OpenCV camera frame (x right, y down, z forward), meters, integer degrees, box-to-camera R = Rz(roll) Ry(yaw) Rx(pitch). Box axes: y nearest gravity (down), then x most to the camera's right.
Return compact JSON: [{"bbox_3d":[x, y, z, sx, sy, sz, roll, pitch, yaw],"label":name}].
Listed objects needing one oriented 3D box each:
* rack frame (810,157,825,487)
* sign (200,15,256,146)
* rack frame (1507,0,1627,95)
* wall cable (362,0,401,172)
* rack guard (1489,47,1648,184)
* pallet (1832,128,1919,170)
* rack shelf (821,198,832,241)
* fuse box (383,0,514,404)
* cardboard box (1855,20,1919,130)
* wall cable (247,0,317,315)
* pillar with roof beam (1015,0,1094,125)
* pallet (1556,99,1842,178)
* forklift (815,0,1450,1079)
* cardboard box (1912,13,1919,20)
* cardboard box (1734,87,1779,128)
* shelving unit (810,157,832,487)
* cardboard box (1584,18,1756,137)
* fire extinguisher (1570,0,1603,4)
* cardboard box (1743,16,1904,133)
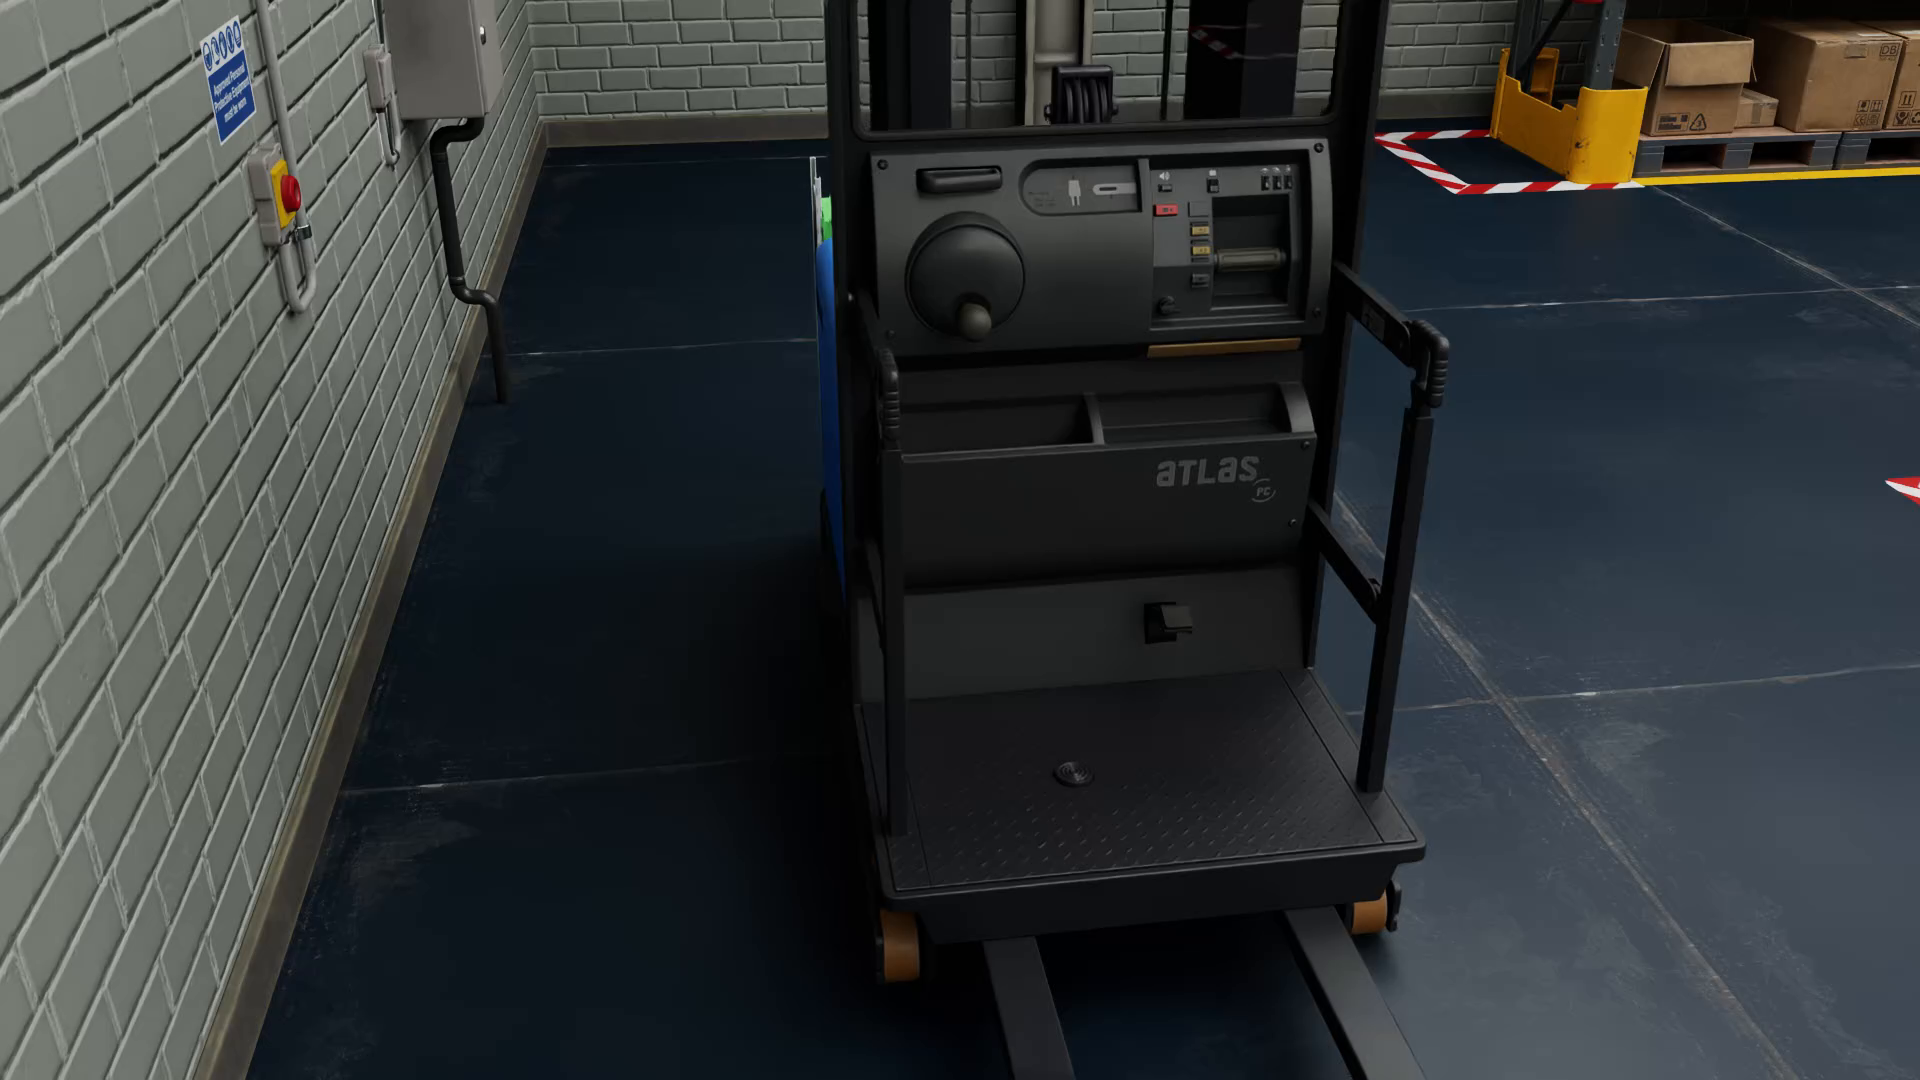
[{"bbox_3d":[-0.406,-0.508,4.925,0.015,1.200,0.240,-4,27,-7],"label":"rack frame"},{"bbox_3d":[-1.595,-1.007,3.631,0.001,0.218,0.327,-4,27,-7],"label":"sign"},{"bbox_3d":[3.344,-3.526,8.835,0.127,3.000,1.000,-4,27,-7],"label":"rack frame"},{"bbox_3d":[-1.750,-2.005,4.759,0.122,1.984,0.588,-4,27,-7],"label":"wall cable"},{"bbox_3d":[3.419,-2.418,9.415,0.348,0.500,1.175,-4,27,-7],"label":"rack guard"},{"bbox_3d":[5.414,-2.417,9.729,1.213,0.211,1.003,-4,27,-7],"label":"pallet"},{"bbox_3d":[-0.164,-0.894,4.766,0.480,0.148,0.258,-4,27,-7],"label":"rack shelf"},{"bbox_3d":[-1.689,-1.298,5.906,0.414,1.711,0.539,-4,27,-7],"label":"fuse box"},{"bbox_3d":[5.352,-2.621,9.351,0.500,0.500,0.500,-3,27,-6],"label":"cardboard box"},{"bbox_3d":[-1.541,-1.379,3.504,0.123,1.953,0.585,-4,27,-7],"label":"wall cable"},{"bbox_3d":[1.148,-4.485,4.133,0.400,9.000,9.100,-4,27,-7],"label":"pillar with roof beam"},{"bbox_3d":[4.209,-2.341,9.581,1.213,0.211,1.003,-4,27,-7],"label":"pallet"},{"bbox_3d":[0.323,-0.559,3.128,1.130,2.935,3.031,-4,27,-8],"label":"forklift"},{"bbox_3d":[5.843,-2.699,9.503,0.500,0.500,0.700,-5,28,-9],"label":"cardboard box"},{"bbox_3d":[4.389,-2.449,9.401,0.250,0.149,0.380,-5,28,-9],"label":"cardboard box"},{"bbox_3d":[-0.164,-0.523,4.956,0.503,1.200,0.258,-4,27,-7],"label":"shelving unit"},{"bbox_3d":[3.963,-2.598,9.302,0.637,0.503,0.797,-5,28,-9],"label":"cardboard box"},{"bbox_3d":[3.263,-3.107,8.513,0.183,0.674,0.296,-4,27,-7],"label":"fire extinguisher"},{"bbox_3d":[4.815,-2.633,9.374,0.500,0.500,0.700,-3,27,-5],"label":"cardboard box"}]
